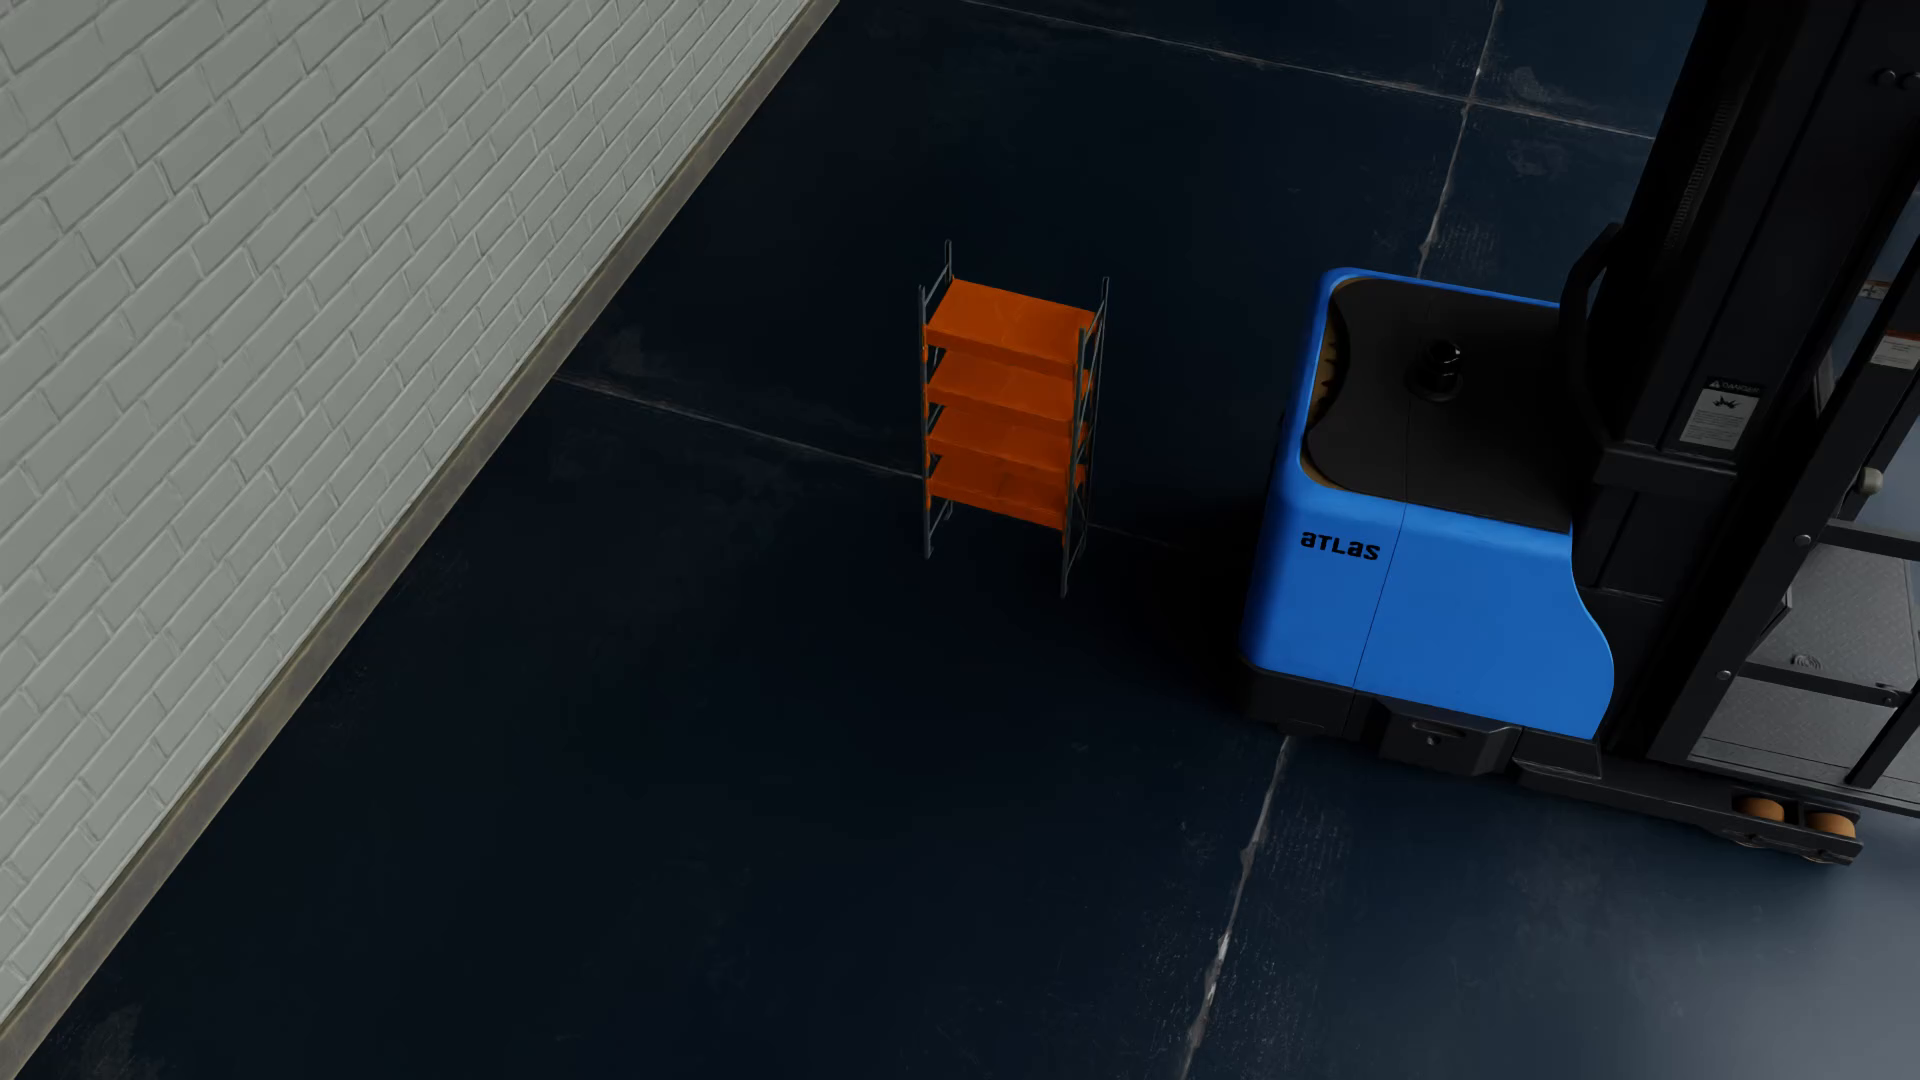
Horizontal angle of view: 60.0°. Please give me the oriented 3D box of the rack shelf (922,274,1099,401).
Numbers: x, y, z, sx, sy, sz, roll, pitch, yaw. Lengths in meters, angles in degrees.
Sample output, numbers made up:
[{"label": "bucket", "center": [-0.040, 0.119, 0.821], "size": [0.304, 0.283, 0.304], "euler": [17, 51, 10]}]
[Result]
[{"label": "rack shelf", "center": [0.155, -0.607, 4.962], "size": [0.480, 0.148, 0.258], "euler": [16, 51, 13]}]

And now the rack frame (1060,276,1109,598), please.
[{"label": "rack frame", "center": [0.384, -0.286, 5.204], "size": [0.015, 1.200, 0.240], "euler": [16, 51, 13]}]

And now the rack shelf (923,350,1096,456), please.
[{"label": "rack shelf", "center": [0.155, -0.452, 5.141], "size": [0.480, 0.148, 0.258], "euler": [16, 51, 13]}]

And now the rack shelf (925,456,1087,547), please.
[{"label": "rack shelf", "center": [0.155, -0.176, 5.460], "size": [0.480, 0.148, 0.258], "euler": [16, 51, 13]}]

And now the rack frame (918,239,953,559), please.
[{"label": "rack frame", "center": [-0.074, -0.414, 5.314], "size": [0.015, 1.200, 0.240], "euler": [16, 51, 13]}]

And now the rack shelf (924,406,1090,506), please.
[{"label": "rack shelf", "center": [0.155, -0.306, 5.310], "size": [0.480, 0.148, 0.258], "euler": [16, 51, 13]}]

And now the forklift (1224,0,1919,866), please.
[{"label": "forklift", "center": [2.408, -0.454, 4.204], "size": [3.031, 2.935, 1.130], "euler": [12, 50, 10]}]

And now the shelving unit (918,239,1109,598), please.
[{"label": "shelving unit", "center": [0.155, -0.350, 5.259], "size": [0.503, 1.200, 0.258], "euler": [16, 51, 13]}]
